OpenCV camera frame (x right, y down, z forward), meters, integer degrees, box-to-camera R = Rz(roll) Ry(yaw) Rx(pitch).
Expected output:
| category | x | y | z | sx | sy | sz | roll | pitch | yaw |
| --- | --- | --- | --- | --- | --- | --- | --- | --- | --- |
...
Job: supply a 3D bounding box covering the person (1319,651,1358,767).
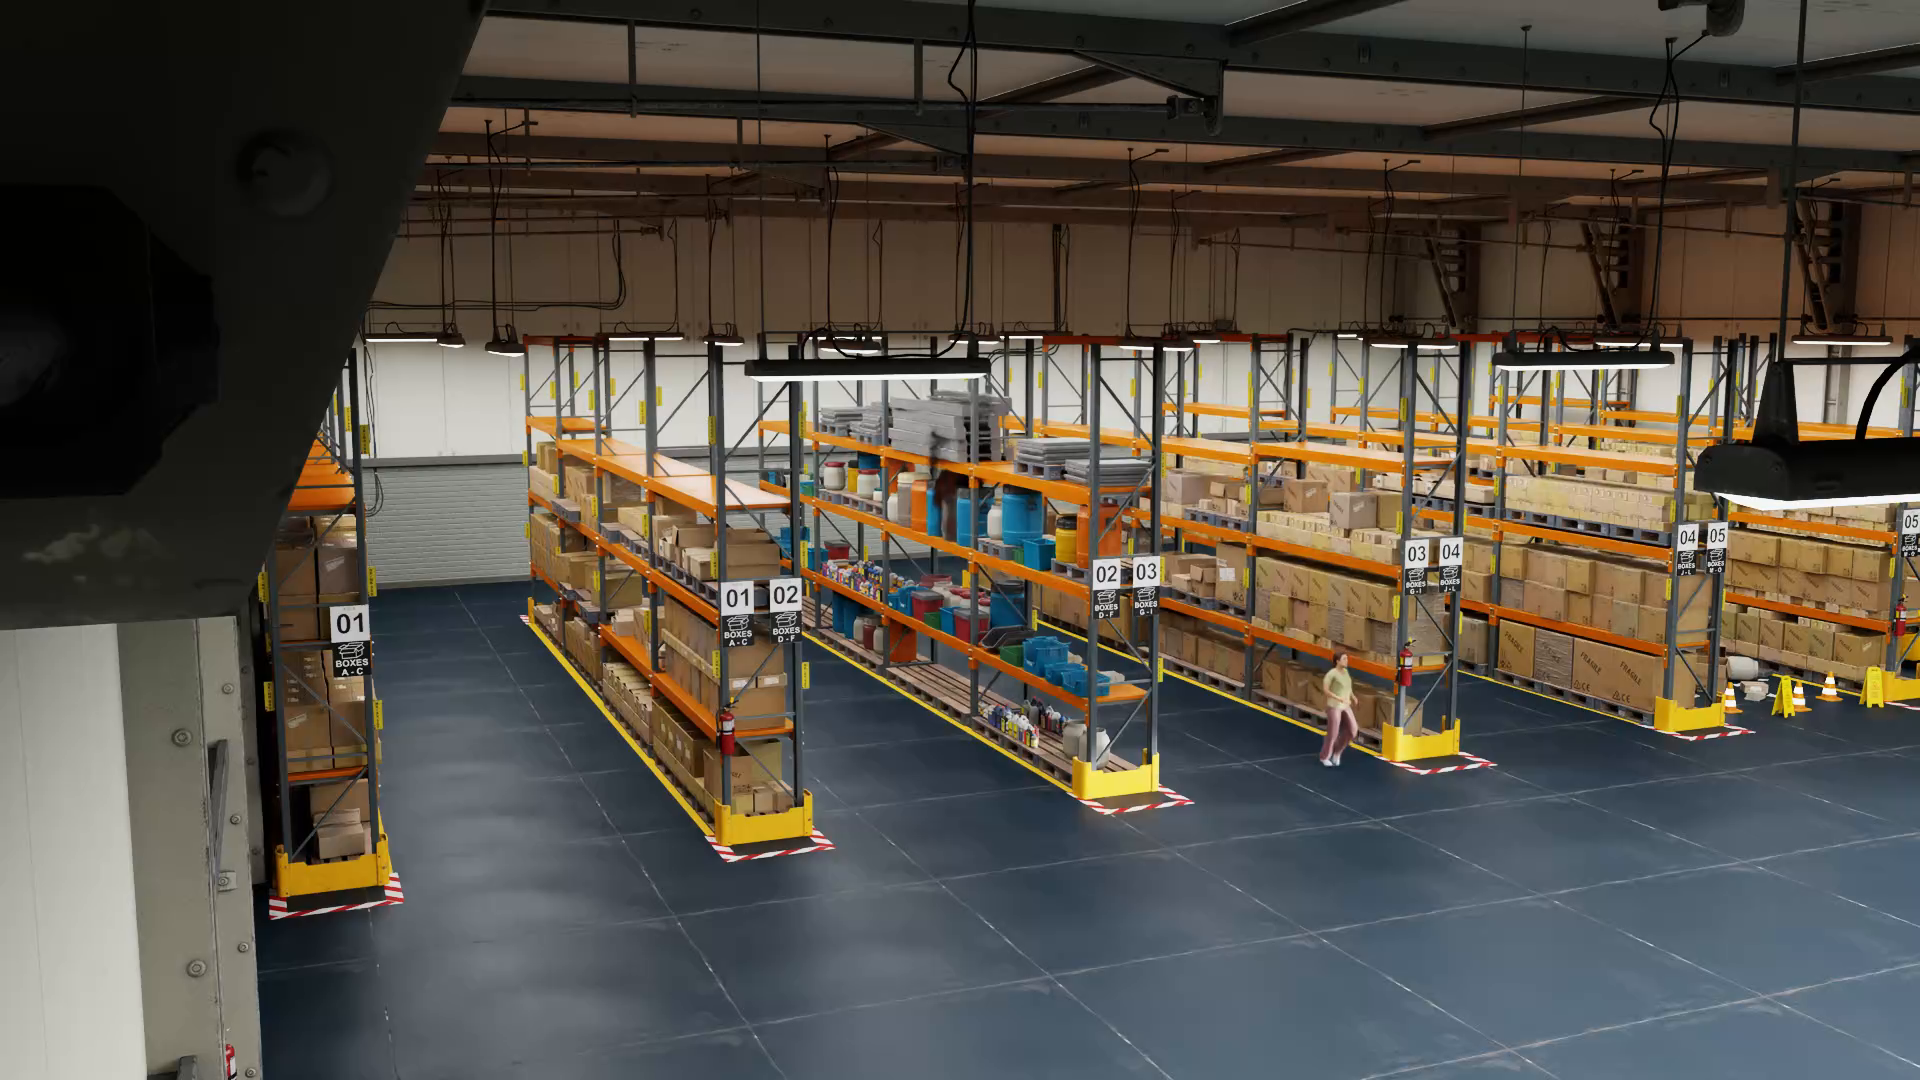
| category | x | y | z | sx | sy | sz | roll | pitch | yaw |
| --- | --- | --- | --- | --- | --- | --- | --- | --- | --- |
| person | 5.425 | 2.391 | 23.605 | 0.626 | 1.650 | 0.537 | -5 | 9 | -31 |
